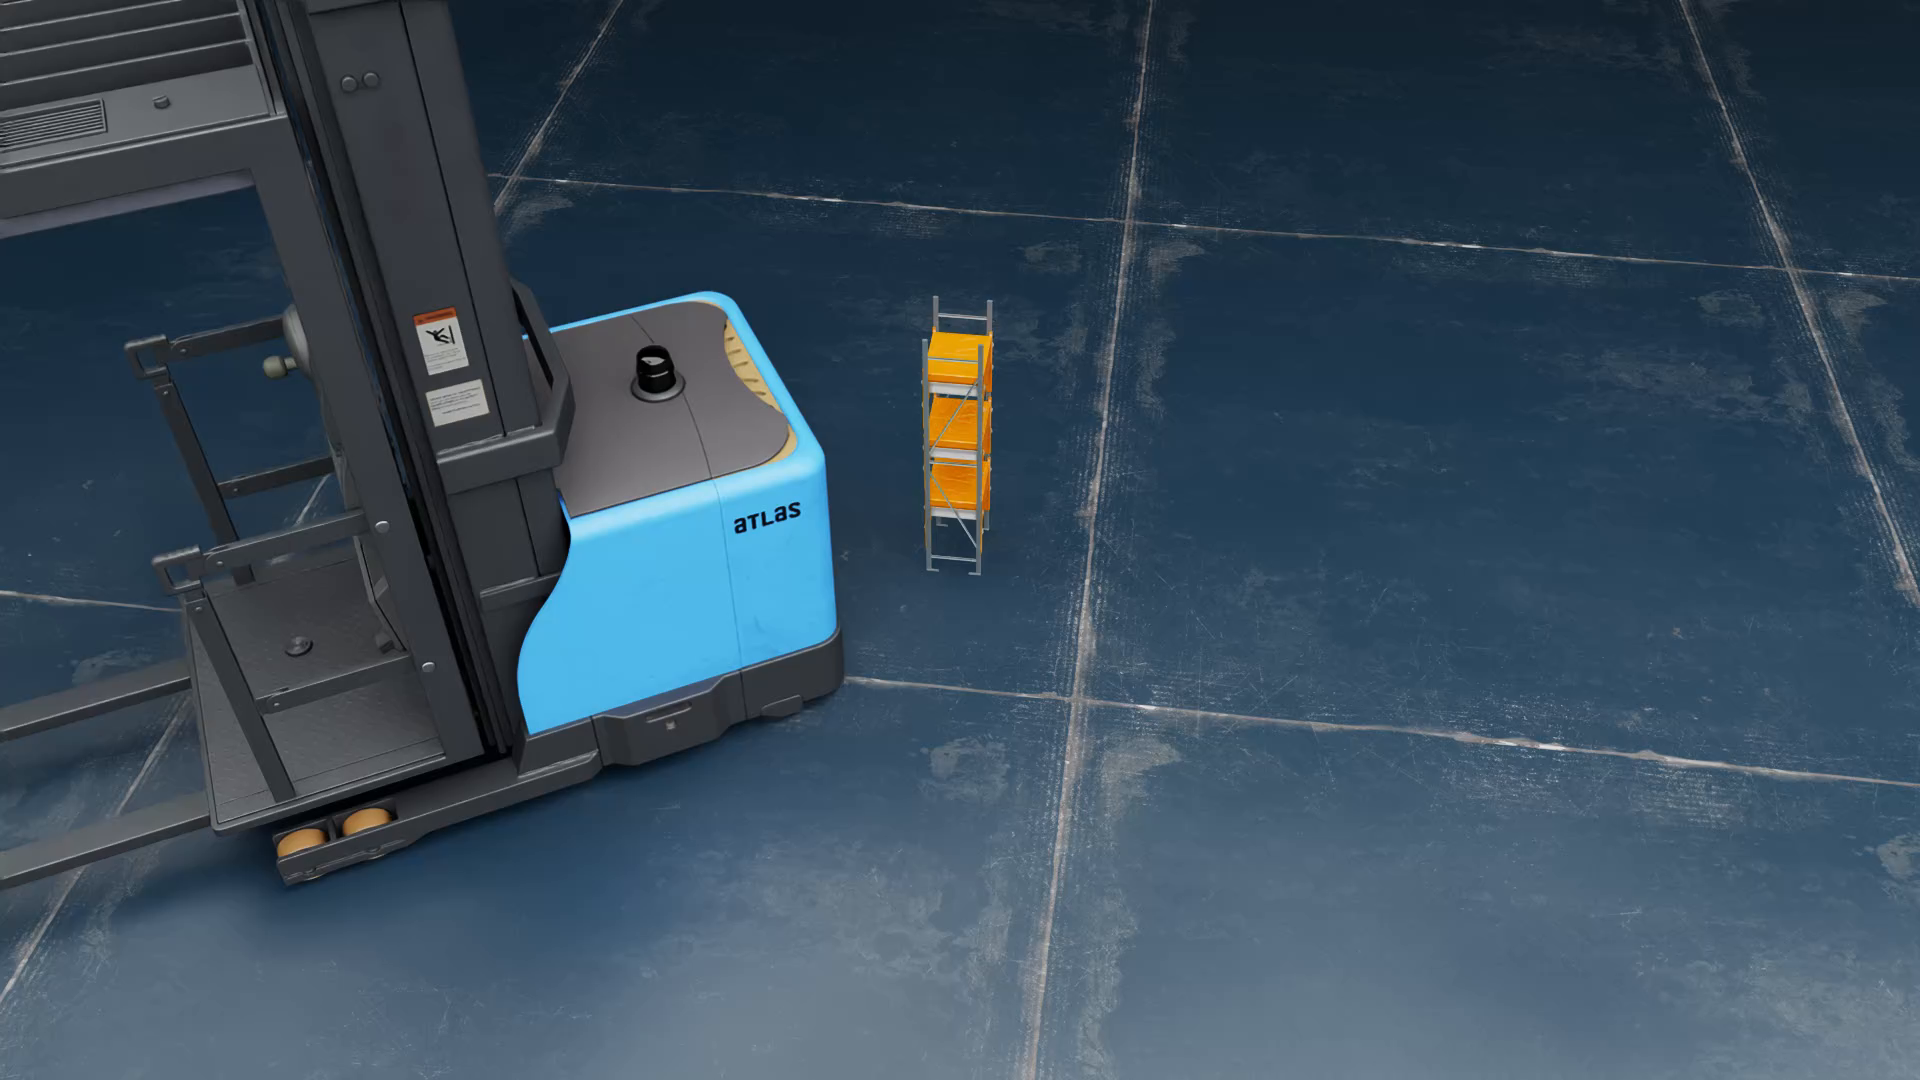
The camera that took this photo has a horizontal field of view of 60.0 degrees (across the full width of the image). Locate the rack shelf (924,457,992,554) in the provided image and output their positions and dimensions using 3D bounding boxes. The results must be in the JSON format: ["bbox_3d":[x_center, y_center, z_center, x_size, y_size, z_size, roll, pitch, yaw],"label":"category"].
[{"bbox_3d":[-0.007,-0.135,6.049,0.215,0.259,0.240,5,44,6],"label":"rack shelf"}]

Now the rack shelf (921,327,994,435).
[{"bbox_3d":[-0.007,-0.543,5.663,0.215,0.259,0.240,5,44,6],"label":"rack shelf"}]

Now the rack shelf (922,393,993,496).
[{"bbox_3d":[-0.007,-0.337,5.858,0.215,0.259,0.240,5,44,6],"label":"rack shelf"}]

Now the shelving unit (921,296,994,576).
[{"bbox_3d":[-0.007,-0.345,5.851,0.215,1.050,0.252,5,44,6],"label":"shelving unit"}]

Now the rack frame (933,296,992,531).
[{"bbox_3d":[0.009,-0.428,5.938,0.200,1.050,0.008,5,44,6],"label":"rack frame"}]

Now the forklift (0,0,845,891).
[{"bbox_3d":[-1.957,-0.429,4.571,3.031,2.935,1.130,-17,46,-17],"label":"forklift"}]

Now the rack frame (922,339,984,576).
[{"bbox_3d":[-0.023,-0.262,5.763,0.200,1.050,0.008,5,44,6],"label":"rack frame"}]
